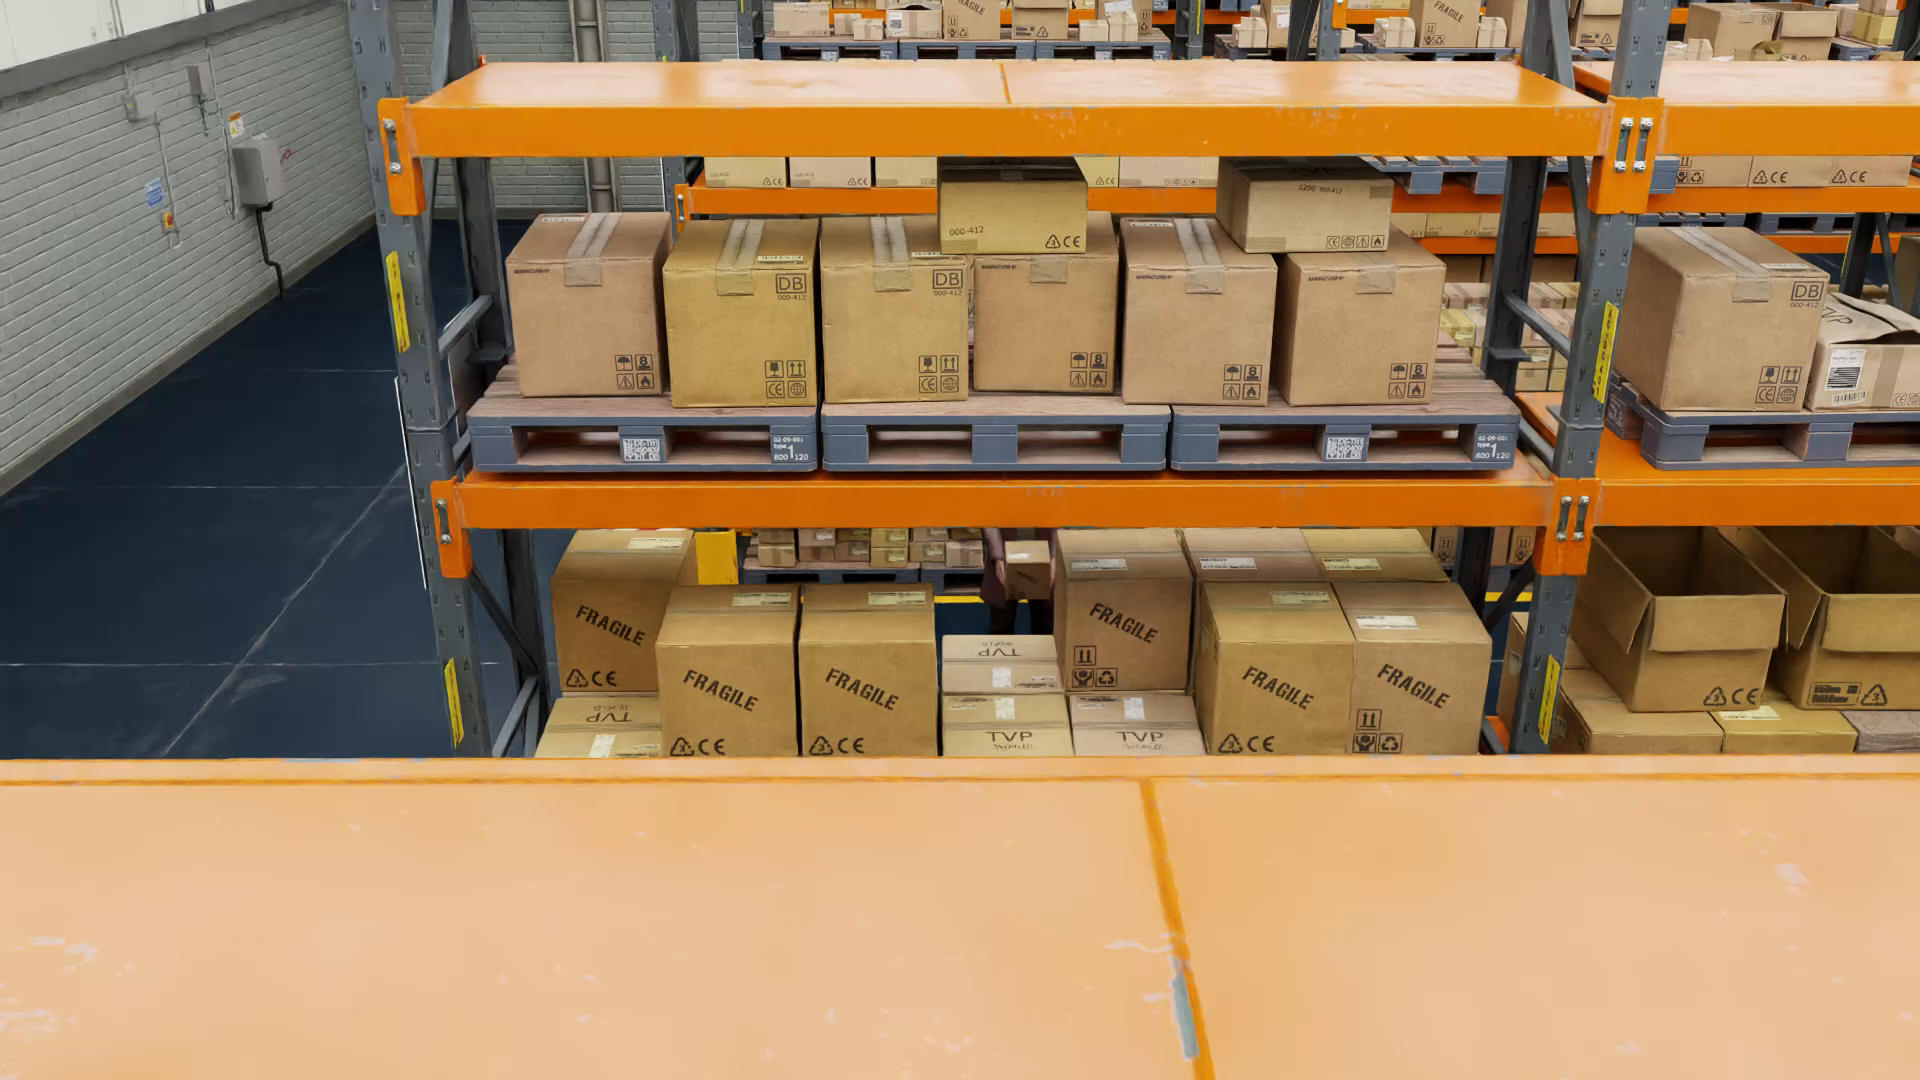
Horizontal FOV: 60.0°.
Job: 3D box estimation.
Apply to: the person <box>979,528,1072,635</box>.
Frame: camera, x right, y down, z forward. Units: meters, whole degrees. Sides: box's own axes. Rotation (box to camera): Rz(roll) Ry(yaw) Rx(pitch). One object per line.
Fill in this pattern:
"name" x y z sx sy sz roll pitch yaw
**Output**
"person" 0.381 0.174 9.715 0.563 1.782 0.508 0 24 -1
